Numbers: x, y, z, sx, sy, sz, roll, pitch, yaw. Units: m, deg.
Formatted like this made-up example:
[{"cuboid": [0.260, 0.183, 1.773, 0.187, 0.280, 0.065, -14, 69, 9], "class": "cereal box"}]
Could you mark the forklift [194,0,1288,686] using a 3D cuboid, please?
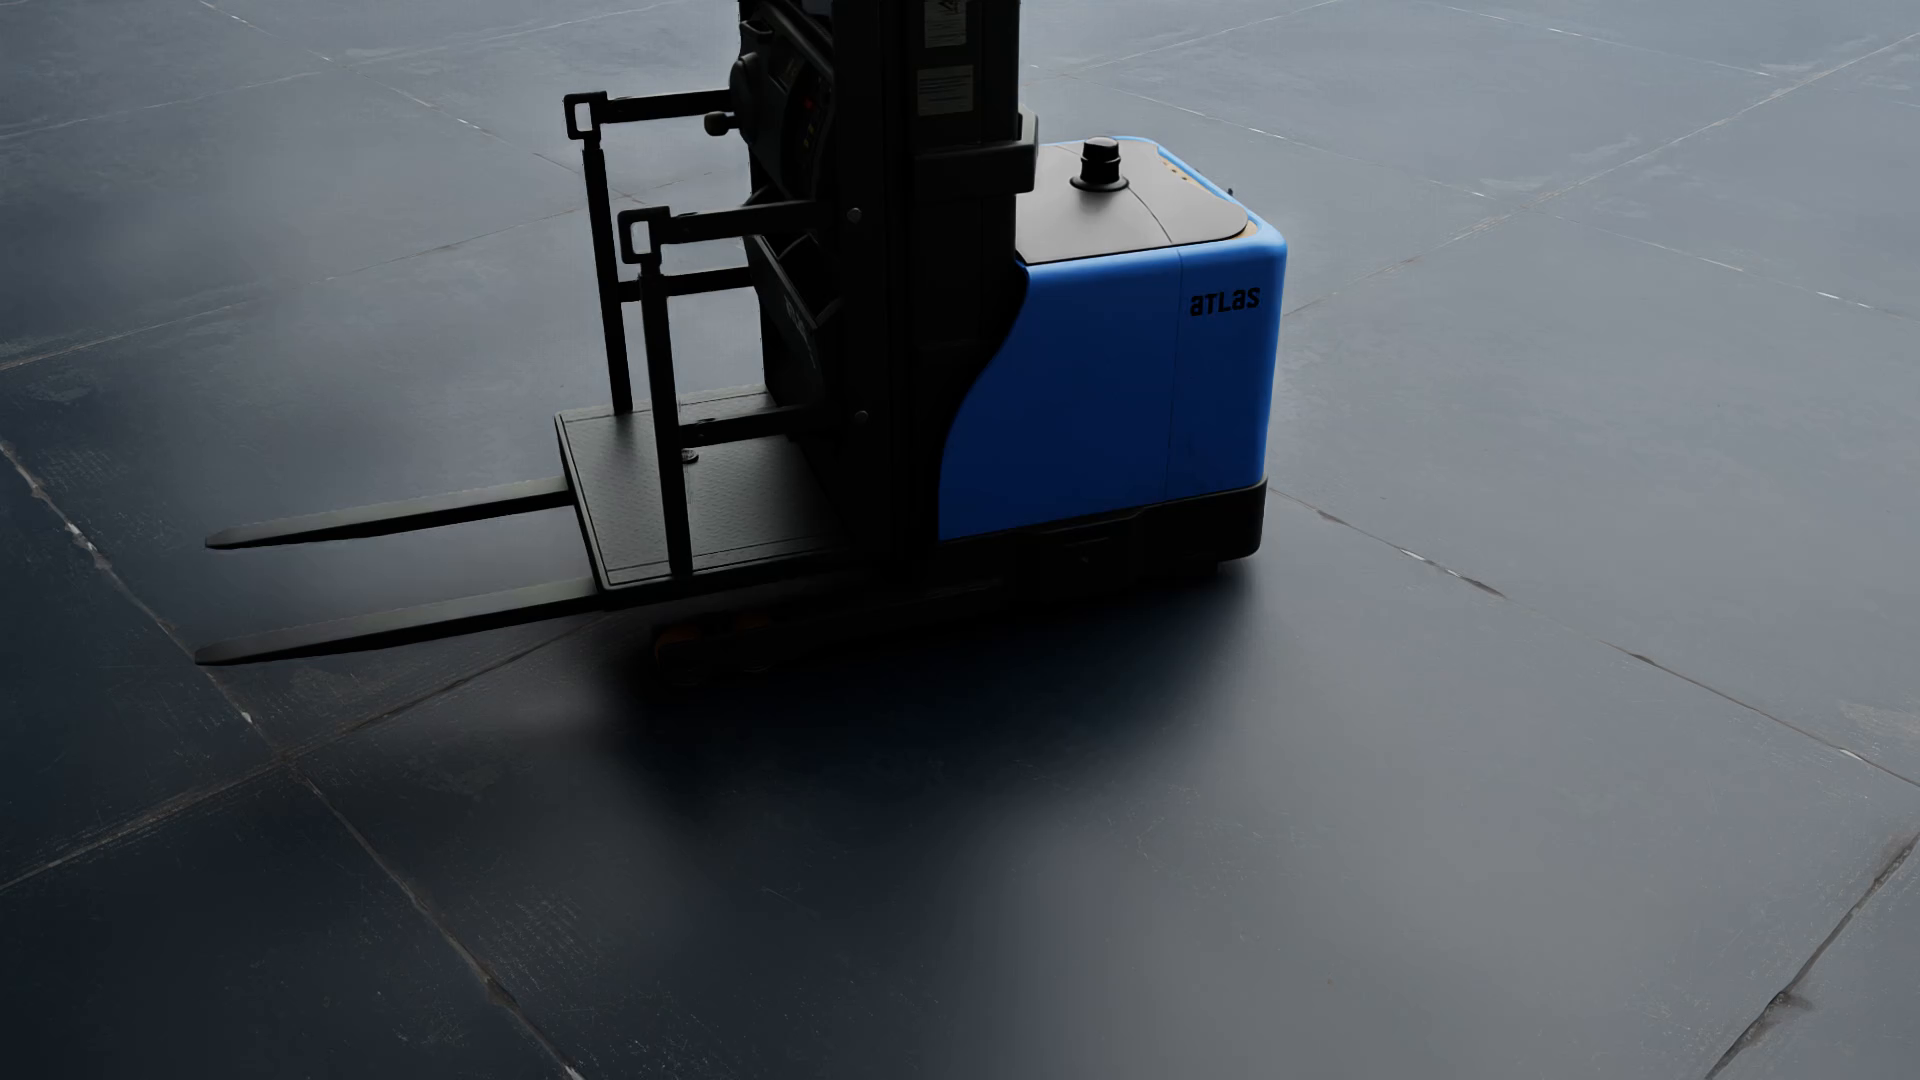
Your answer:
[{"cuboid": [-0.652, -1.158, 4.334, 3.031, 2.935, 1.130, -10, 33, -16], "class": "forklift"}]

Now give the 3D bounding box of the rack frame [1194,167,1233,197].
[{"cuboid": [0.834, -0.806, 5.705, 0.006, 0.900, 0.240, -13, 34, -20], "class": "rack frame"}]

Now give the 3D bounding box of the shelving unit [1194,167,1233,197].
[{"cuboid": [0.741, -0.785, 5.671, 0.210, 0.900, 0.258, -13, 34, -20], "class": "shelving unit"}]
